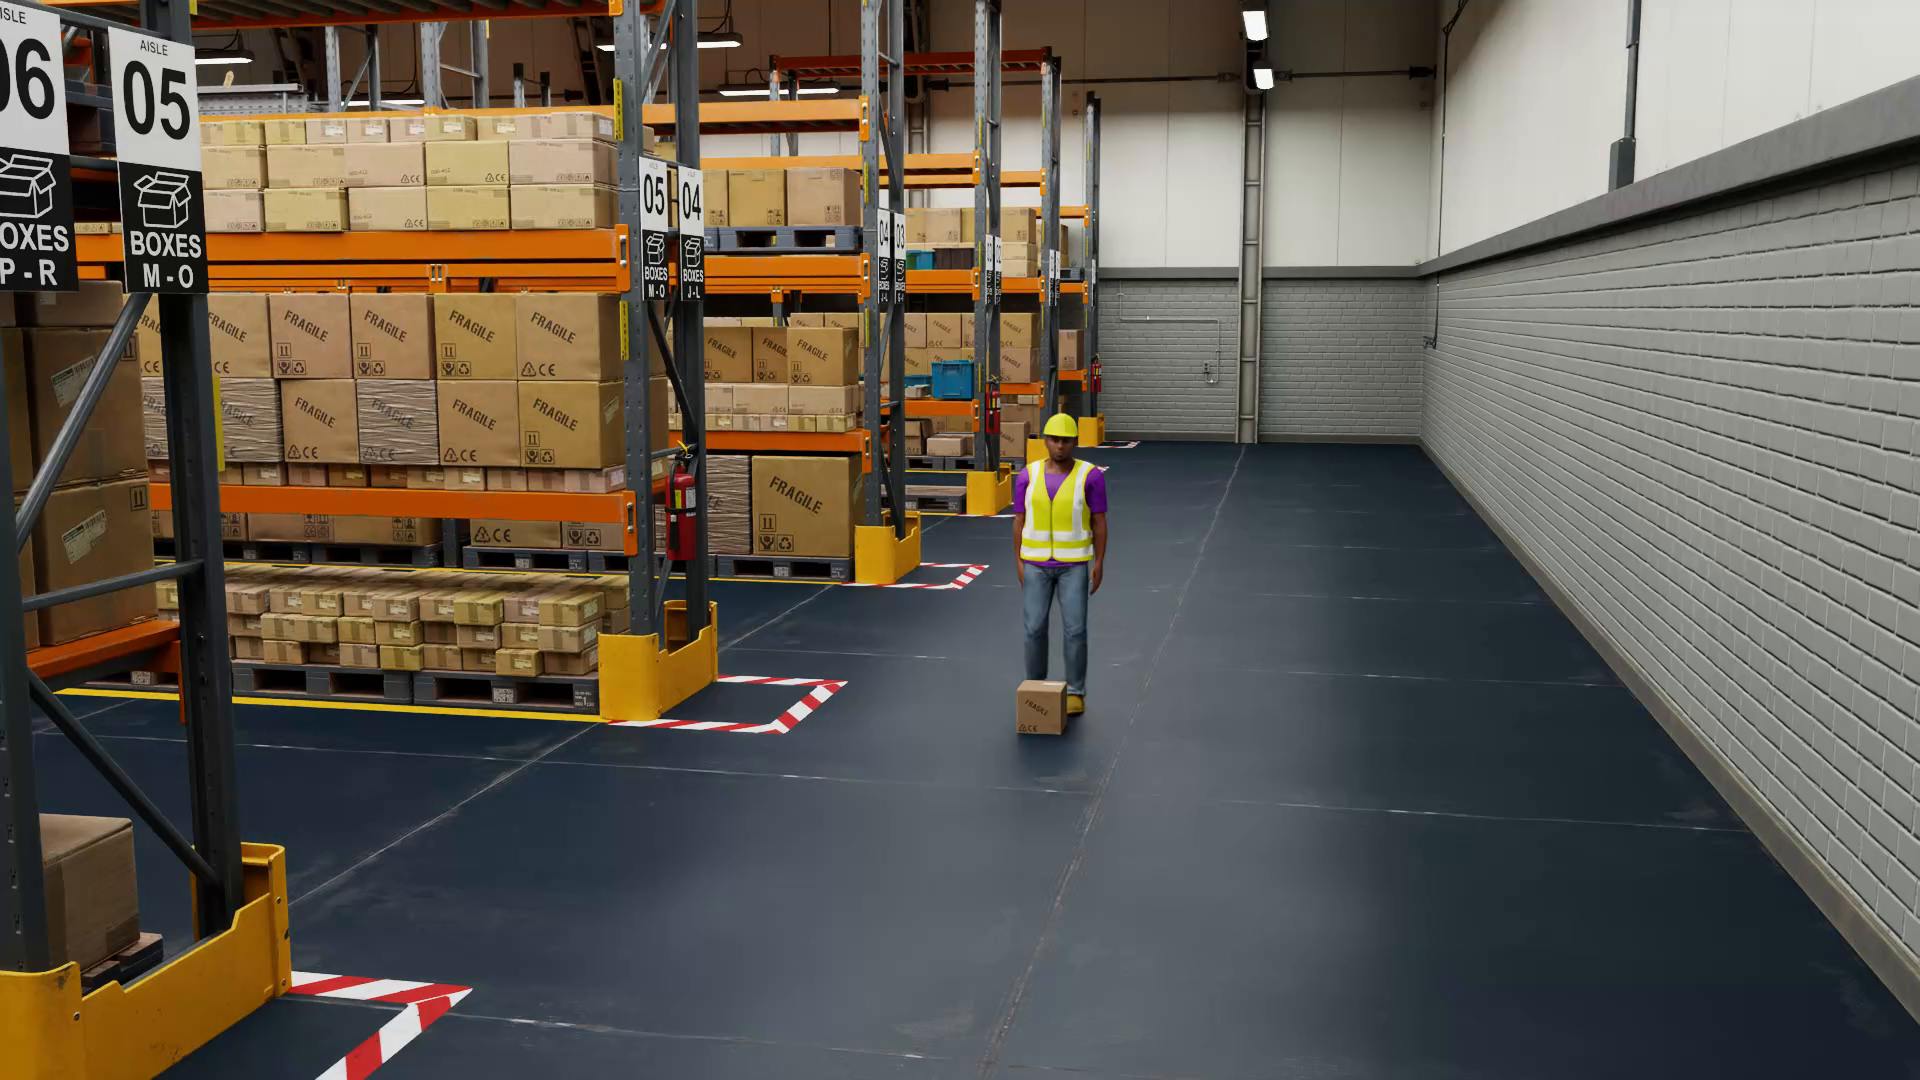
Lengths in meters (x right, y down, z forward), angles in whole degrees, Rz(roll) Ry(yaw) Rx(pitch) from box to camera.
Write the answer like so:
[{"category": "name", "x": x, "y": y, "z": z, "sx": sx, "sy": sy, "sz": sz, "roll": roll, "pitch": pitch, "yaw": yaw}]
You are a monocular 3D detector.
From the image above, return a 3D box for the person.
[{"category": "person", "x": 0.581, "y": 0.145, "z": 9.784, "sx": 0.562, "sy": 1.783, "sz": 0.361, "roll": 2, "pitch": 8, "yaw": 13}]
